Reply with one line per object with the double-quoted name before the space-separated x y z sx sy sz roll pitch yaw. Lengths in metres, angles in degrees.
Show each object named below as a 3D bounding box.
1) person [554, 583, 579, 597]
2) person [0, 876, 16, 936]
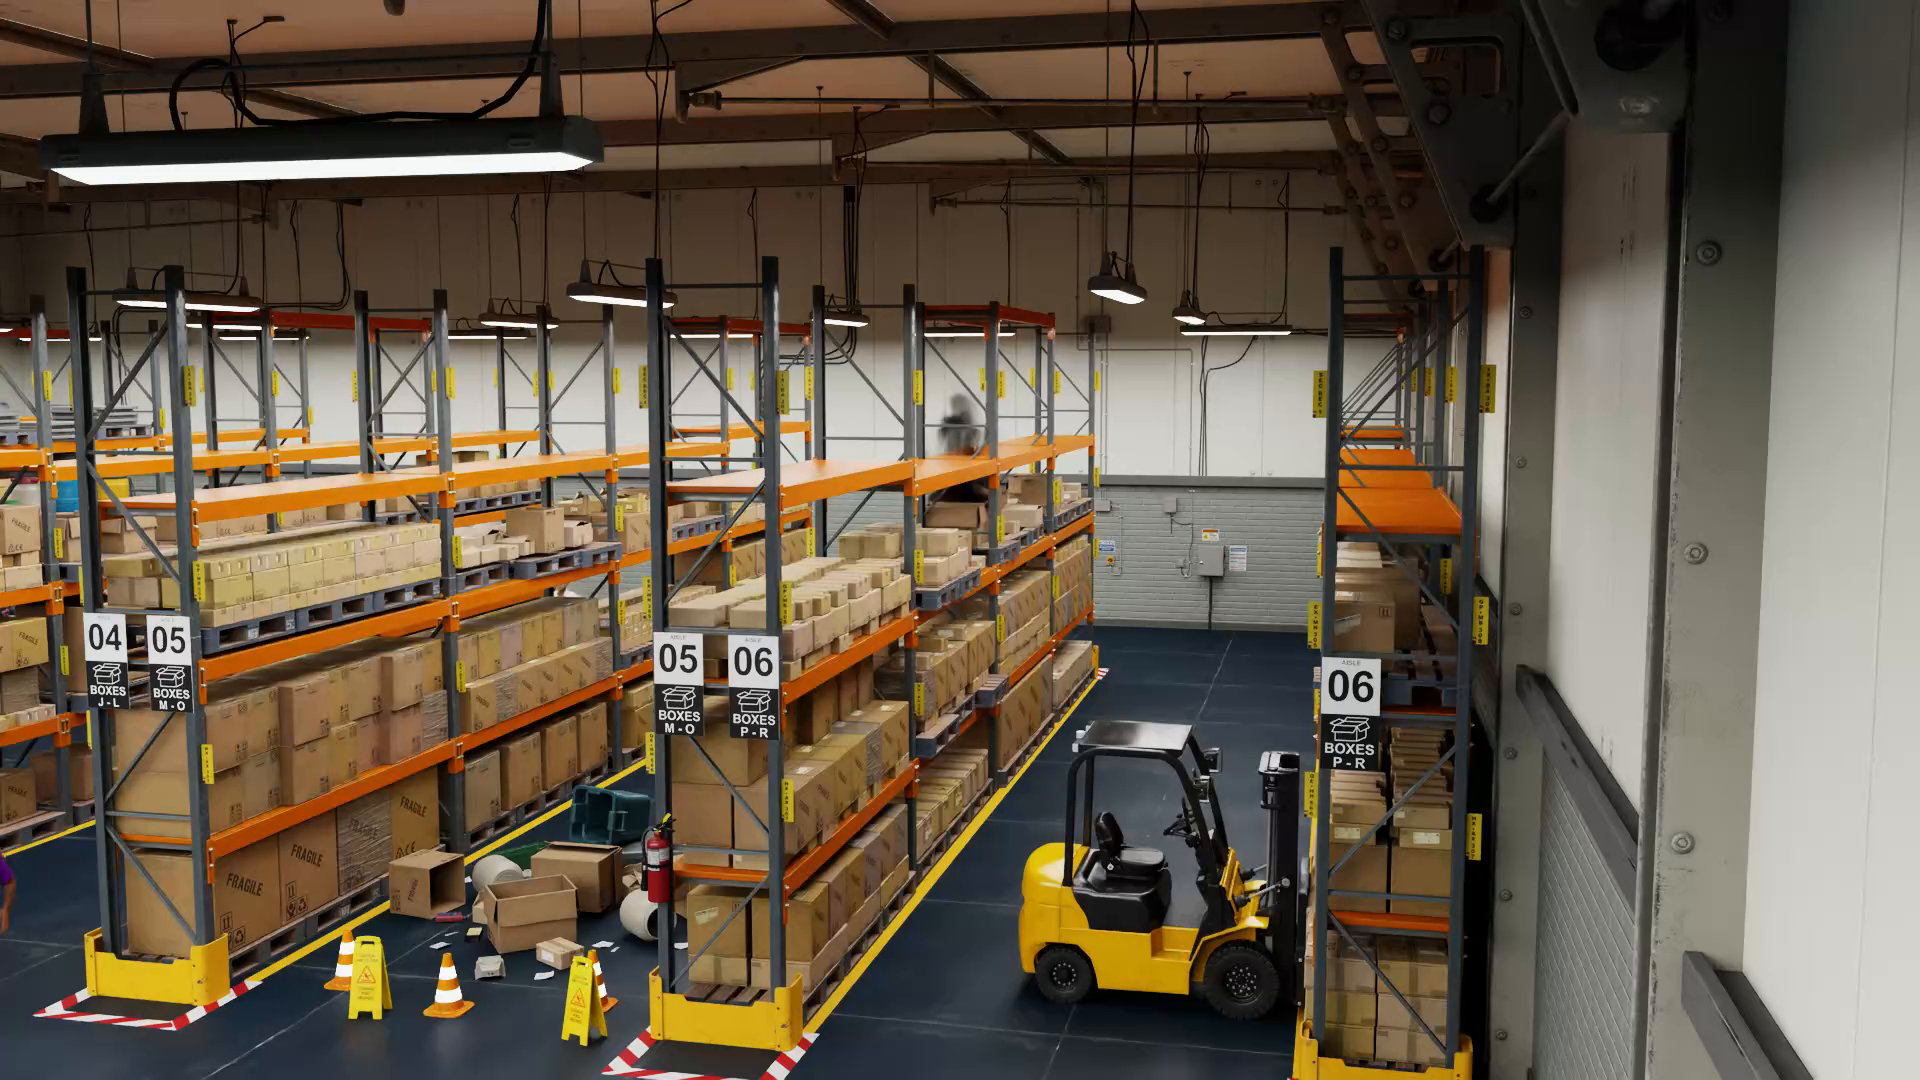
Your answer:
"person" -6.662 1.441 27.707 0.679 1.673 0.725 0 6 5
"person" -7.722 3.029 12.834 0.764 1.545 0.764 -2 6 -23
